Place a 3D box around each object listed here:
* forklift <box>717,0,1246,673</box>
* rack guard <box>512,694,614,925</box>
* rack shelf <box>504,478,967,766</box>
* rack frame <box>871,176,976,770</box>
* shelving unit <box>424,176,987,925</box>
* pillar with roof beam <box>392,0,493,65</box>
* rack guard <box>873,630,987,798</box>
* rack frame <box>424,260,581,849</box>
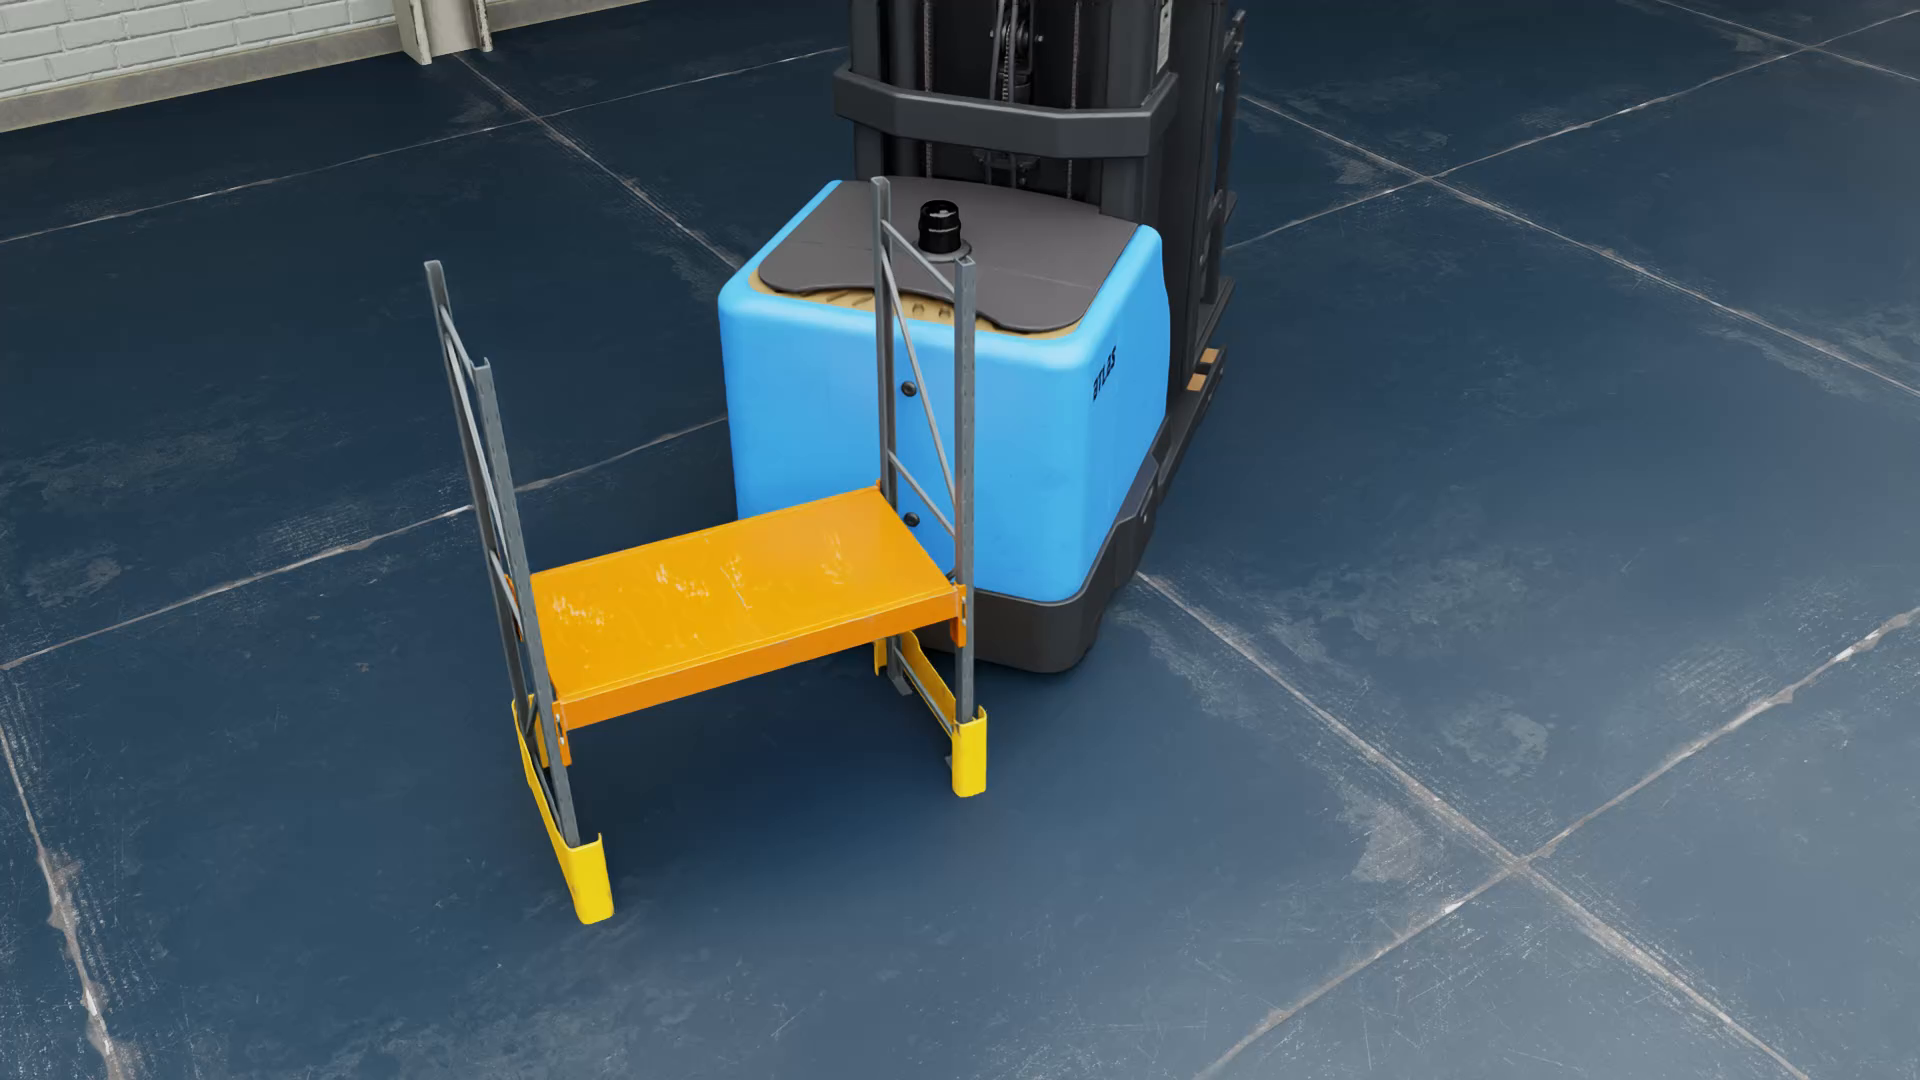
[{"bbox_3d":[0.318,-1.680,5.075,1.130,2.935,3.031,12,37,16],"label":"forklift"},{"bbox_3d":[-0.988,0.656,4.123,0.087,0.250,0.587,-15,39,-20],"label":"rack guard"},{"bbox_3d":[-0.546,0.173,4.033,1.000,0.185,0.538,-15,39,-20],"label":"rack shelf"},{"bbox_3d":[-0.087,-0.100,4.105,0.032,1.500,0.500,-15,39,-20],"label":"rack frame"},{"bbox_3d":[-0.538,0.025,3.931,1.083,1.500,0.587,-15,39,-20],"label":"shelving unit"},{"bbox_3d":[-0.264,-4.225,3.417,0.400,9.000,9.100,-22,41,-28],"label":"pillar with roof beam"},{"bbox_3d":[-0.088,0.408,4.469,0.087,0.250,0.587,-15,39,-20],"label":"rack guard"},{"bbox_3d":[-1.006,0.154,3.752,0.032,1.500,0.500,-15,39,-20],"label":"rack frame"}]
